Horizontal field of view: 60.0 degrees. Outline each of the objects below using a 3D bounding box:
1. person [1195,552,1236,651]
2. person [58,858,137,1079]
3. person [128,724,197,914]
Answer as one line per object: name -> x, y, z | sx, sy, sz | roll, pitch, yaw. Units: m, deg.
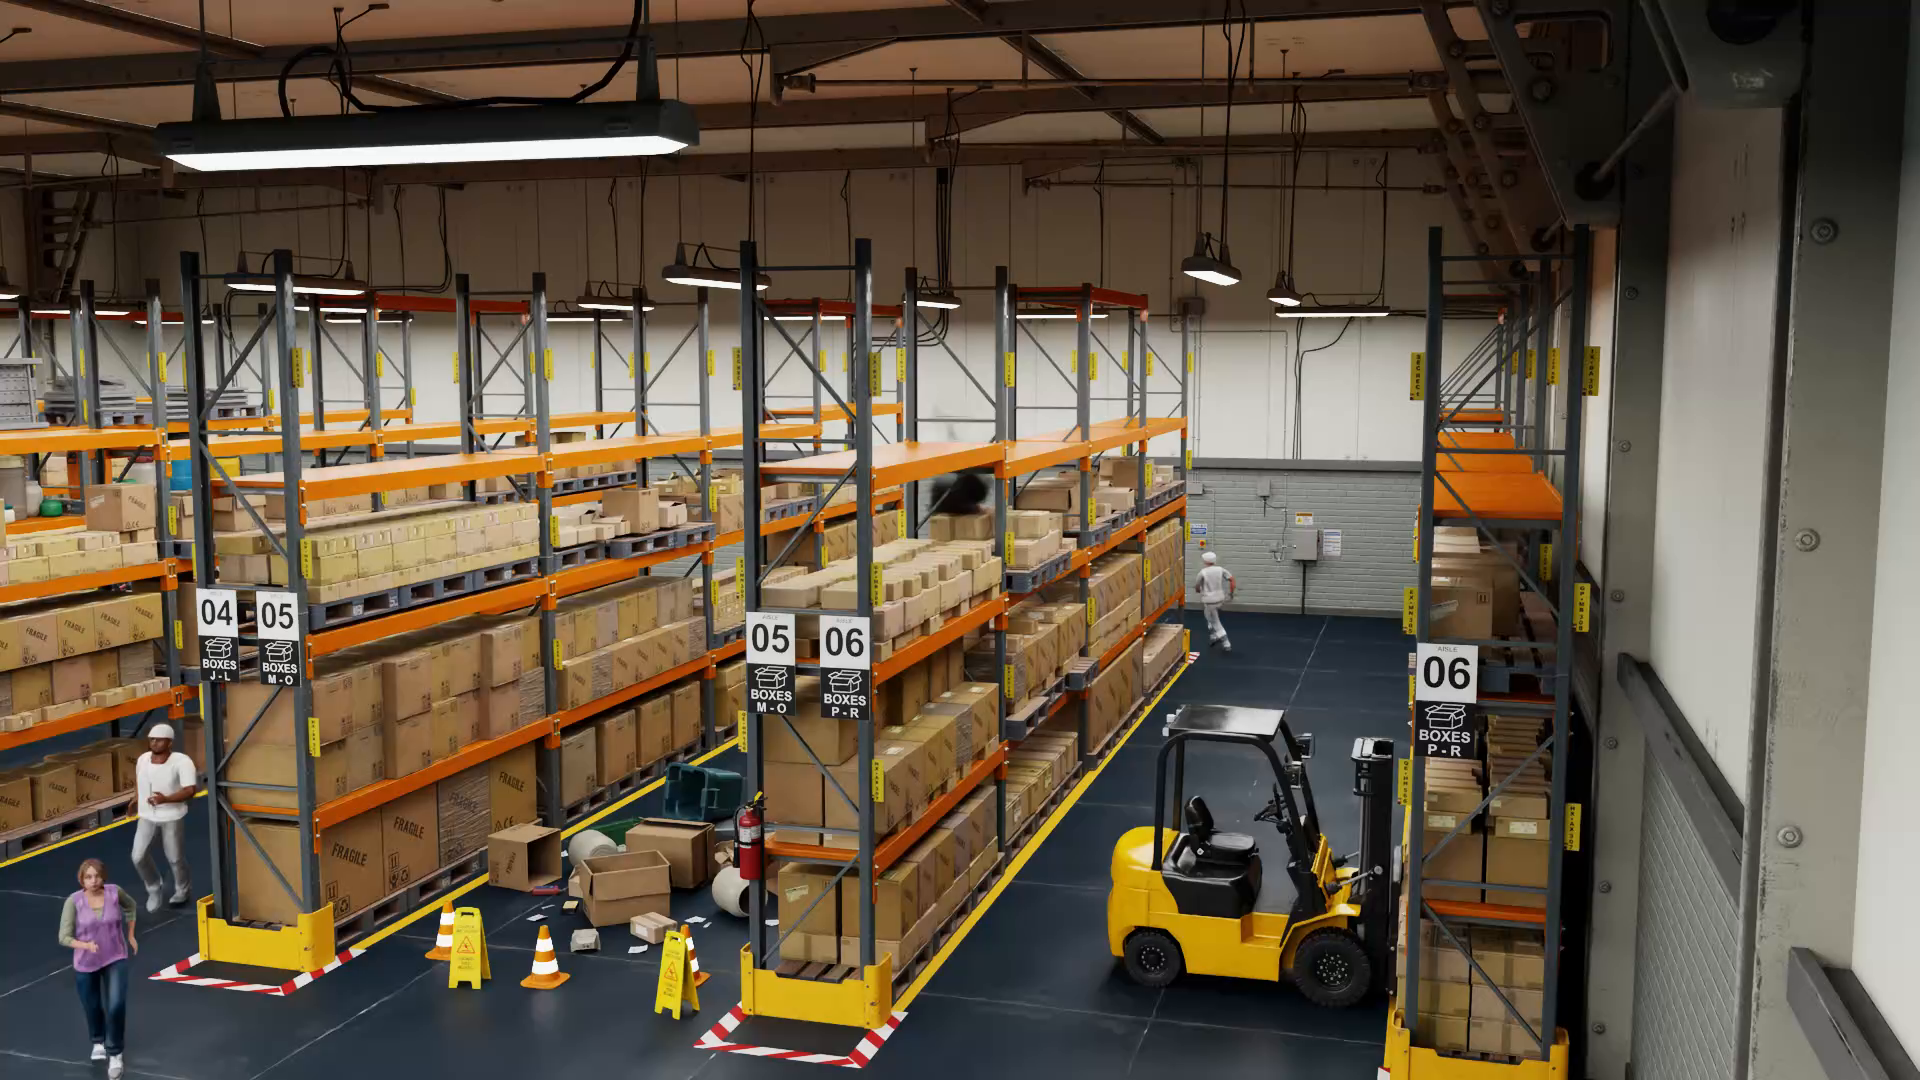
person -> 4.358, 1.062, 28.766 | 0.687, 1.754, 0.697 | -3, 7, -27
person -> -6.135, 3.065, 11.875 | 0.503, 1.592, 0.761 | -3, 7, -28
person -> -7.390, 2.577, 15.370 | 0.676, 1.769, 0.698 | 0, 6, 0
